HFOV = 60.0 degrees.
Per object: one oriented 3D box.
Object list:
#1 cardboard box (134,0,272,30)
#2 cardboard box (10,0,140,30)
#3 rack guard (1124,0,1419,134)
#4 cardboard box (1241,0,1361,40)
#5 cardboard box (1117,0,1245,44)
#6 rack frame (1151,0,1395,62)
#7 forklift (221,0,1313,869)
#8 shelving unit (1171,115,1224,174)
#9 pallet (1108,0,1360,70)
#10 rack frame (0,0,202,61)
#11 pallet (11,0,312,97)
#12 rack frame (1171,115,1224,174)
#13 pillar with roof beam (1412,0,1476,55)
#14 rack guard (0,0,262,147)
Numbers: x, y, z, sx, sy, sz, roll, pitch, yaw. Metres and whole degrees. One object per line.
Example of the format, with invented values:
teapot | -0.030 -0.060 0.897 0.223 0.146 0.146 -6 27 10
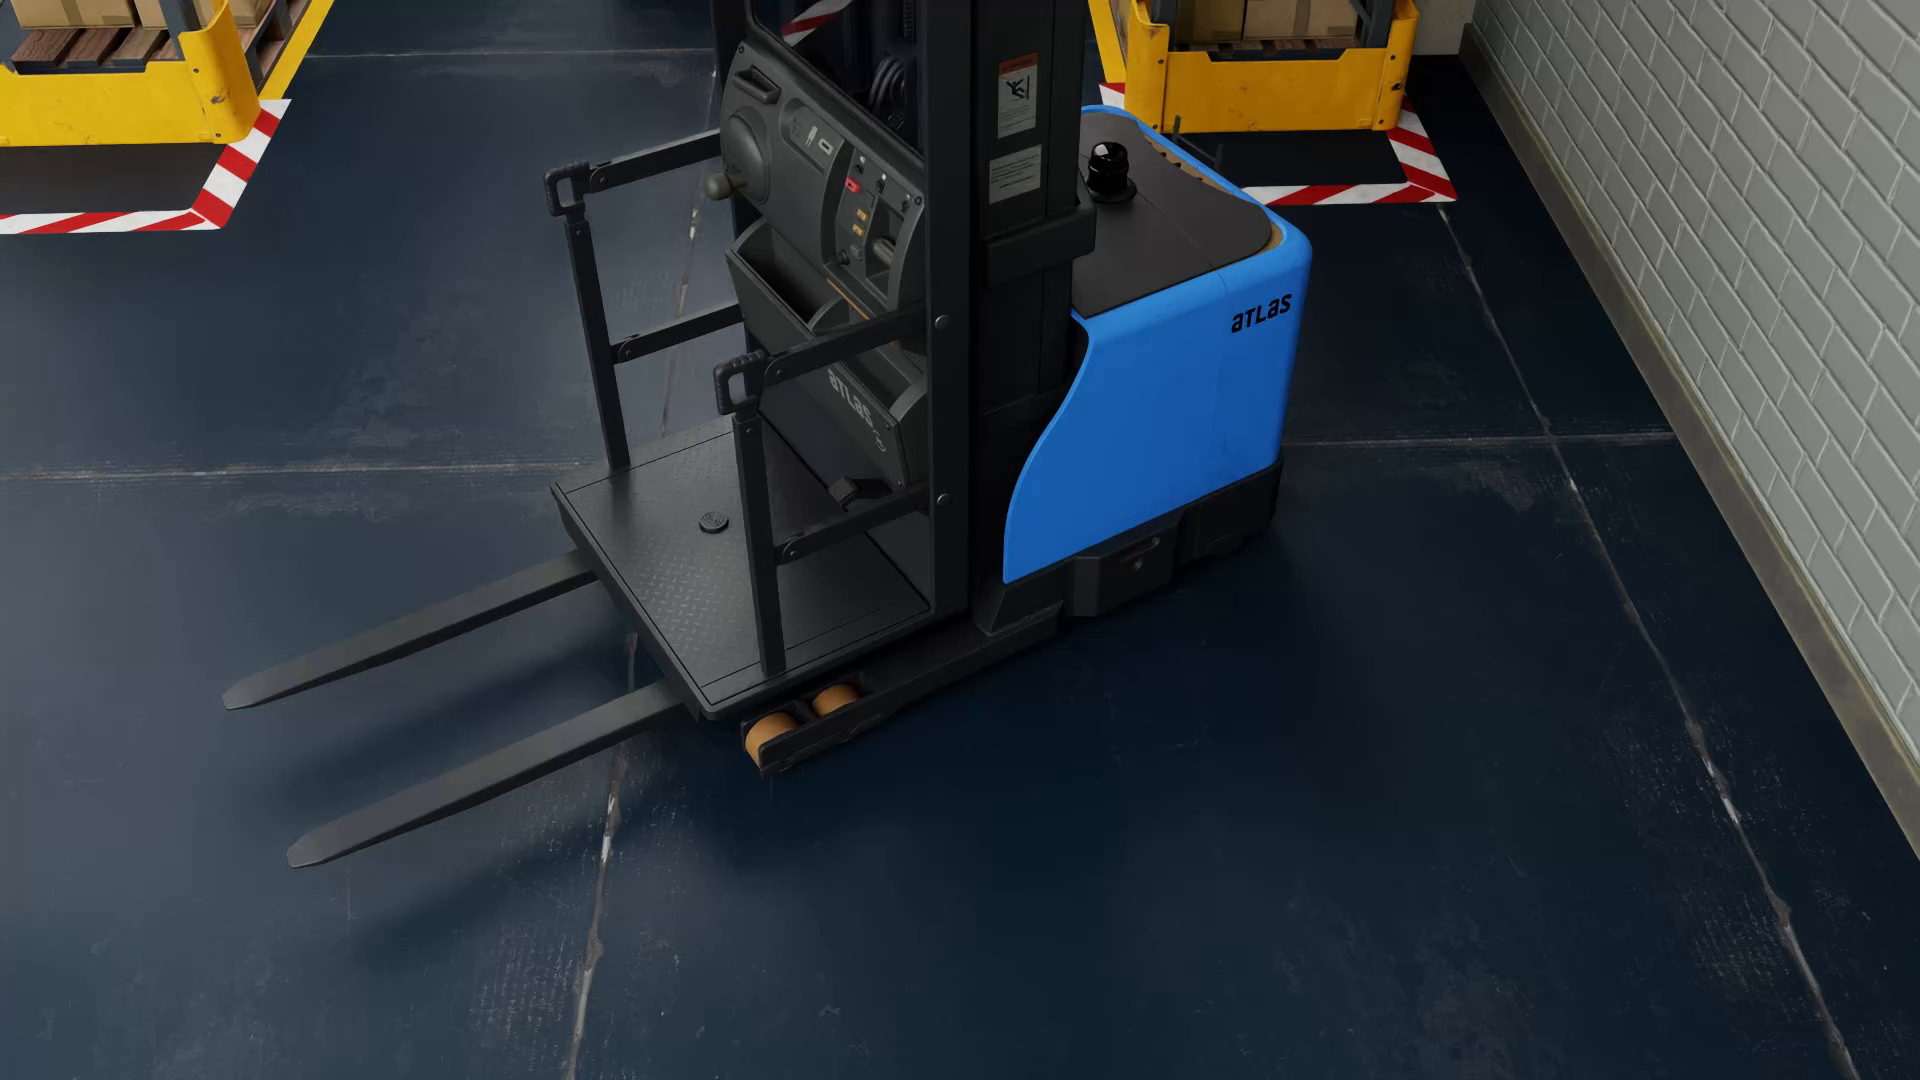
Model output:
cardboard box | -3.404 -2.542 7.527 0.500 0.250 0.500 -2 43 -2
cardboard box | -3.950 -2.543 7.529 0.500 0.250 0.500 -2 43 -2
rack guard | 1.314 -2.055 7.122 1.175 0.500 0.348 -2 43 -2
cardboard box | 1.487 -2.471 7.450 0.500 0.250 0.500 -1 43 -2
cardboard box | 0.977 -2.442 7.419 0.500 0.250 0.500 -1 43 -1
rack frame | 1.313 -2.993 6.295 1.000 3.000 0.127 -2 43 -2
forklift | -0.528 -0.855 4.013 3.031 2.935 1.130 -23 47 -23
shelving unit | 0.656 -0.946 5.605 0.210 0.900 0.258 -20 46 -27
pallet | 1.239 -2.480 7.799 1.003 0.211 1.213 -2 43 -2
rack frame | -3.646 -2.848 6.137 1.000 3.000 0.127 -2 43 -2
pallet | -3.649 -2.421 7.735 1.003 0.211 1.213 -2 43 -2
rack frame | 0.741 -0.977 5.651 0.006 0.900 0.240 -20 46 -27
pillar with roof beam | -2.117 -5.577 4.674 9.100 9.000 0.400 -2 43 -2
rack guard | -3.649 -1.978 7.038 1.175 0.500 0.348 -2 43 -2
